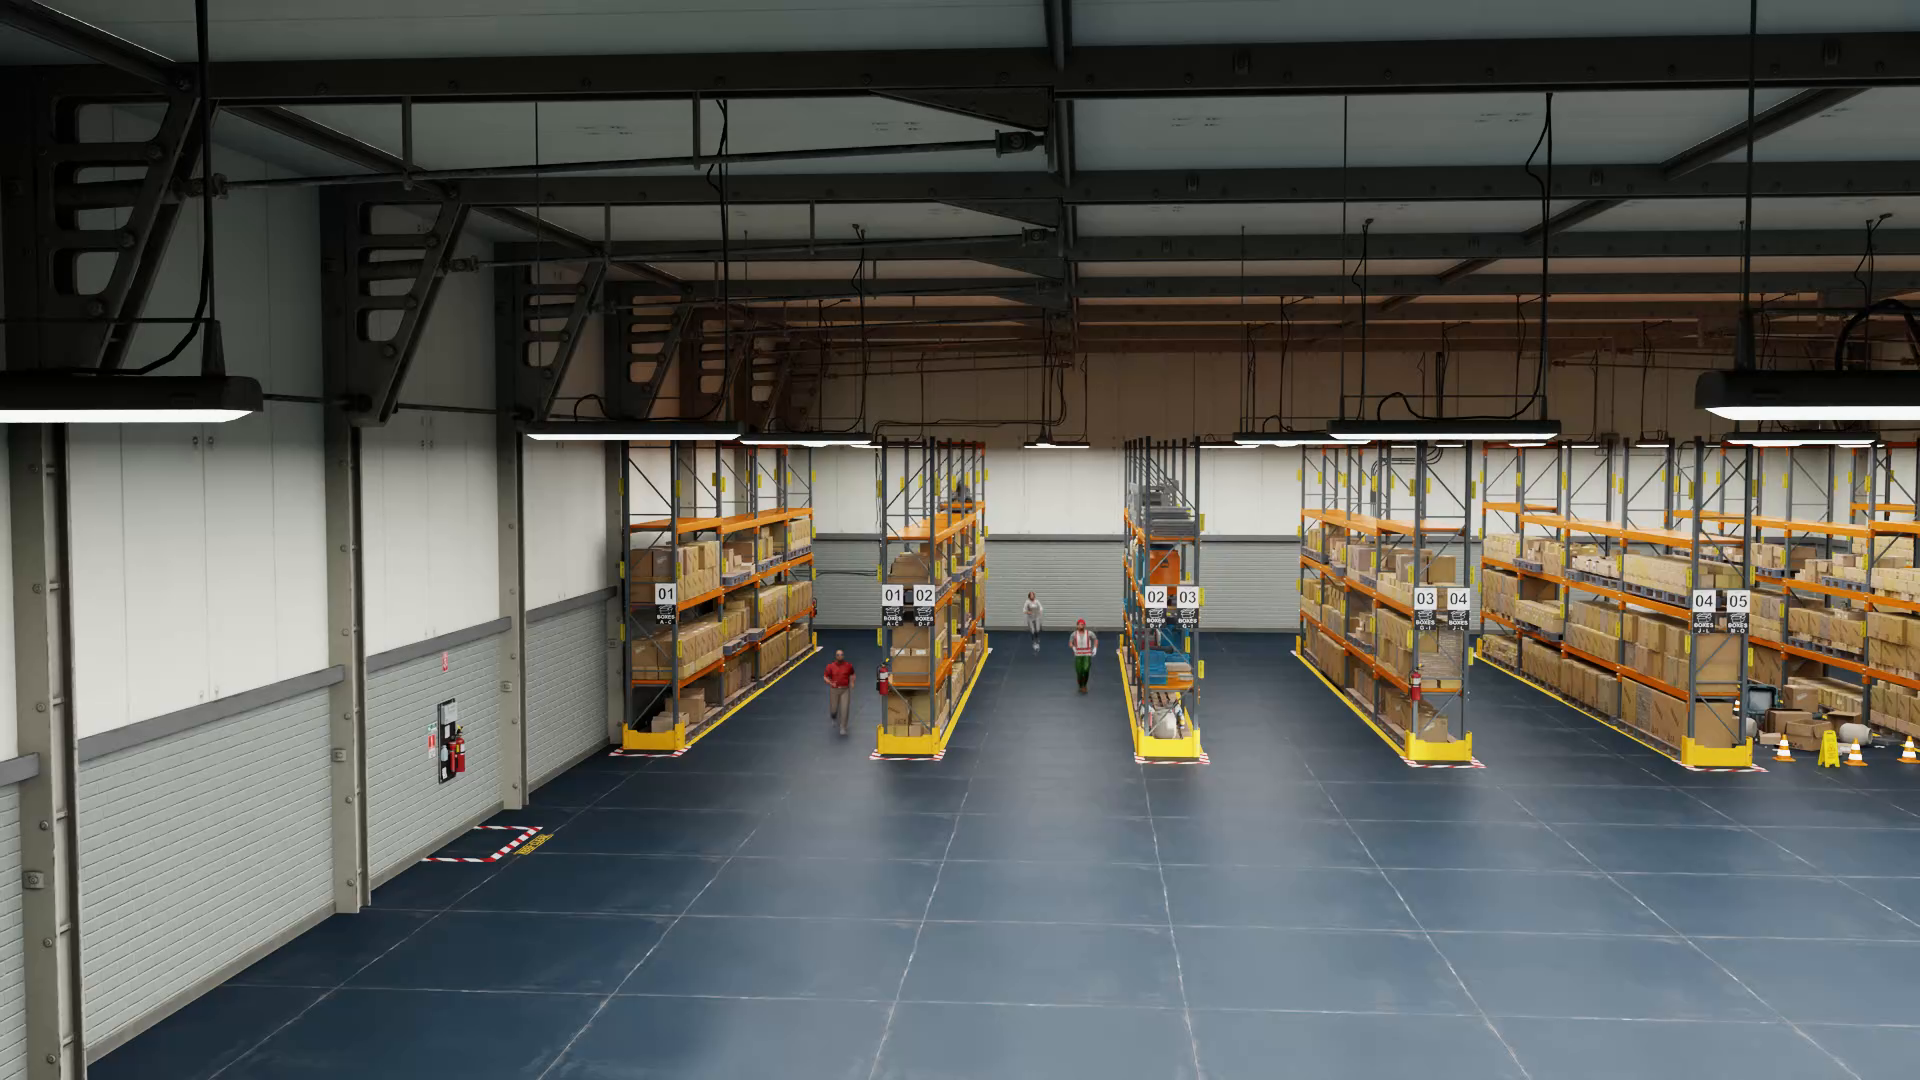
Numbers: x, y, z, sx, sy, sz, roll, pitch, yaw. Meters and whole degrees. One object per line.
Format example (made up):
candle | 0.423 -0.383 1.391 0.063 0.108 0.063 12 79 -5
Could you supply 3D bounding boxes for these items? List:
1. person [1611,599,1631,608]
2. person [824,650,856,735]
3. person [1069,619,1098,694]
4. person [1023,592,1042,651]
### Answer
person | 18.552 2.324 47.055 0.777 1.826 0.685 0 3 1
person | -2.426 3.080 33.738 0.670 1.679 0.704 -1 3 -10
person | 2.893 2.743 39.223 0.667 1.754 0.677 1 3 11
person | 2.007 2.240 45.877 0.571 1.643 0.547 0 3 -7
